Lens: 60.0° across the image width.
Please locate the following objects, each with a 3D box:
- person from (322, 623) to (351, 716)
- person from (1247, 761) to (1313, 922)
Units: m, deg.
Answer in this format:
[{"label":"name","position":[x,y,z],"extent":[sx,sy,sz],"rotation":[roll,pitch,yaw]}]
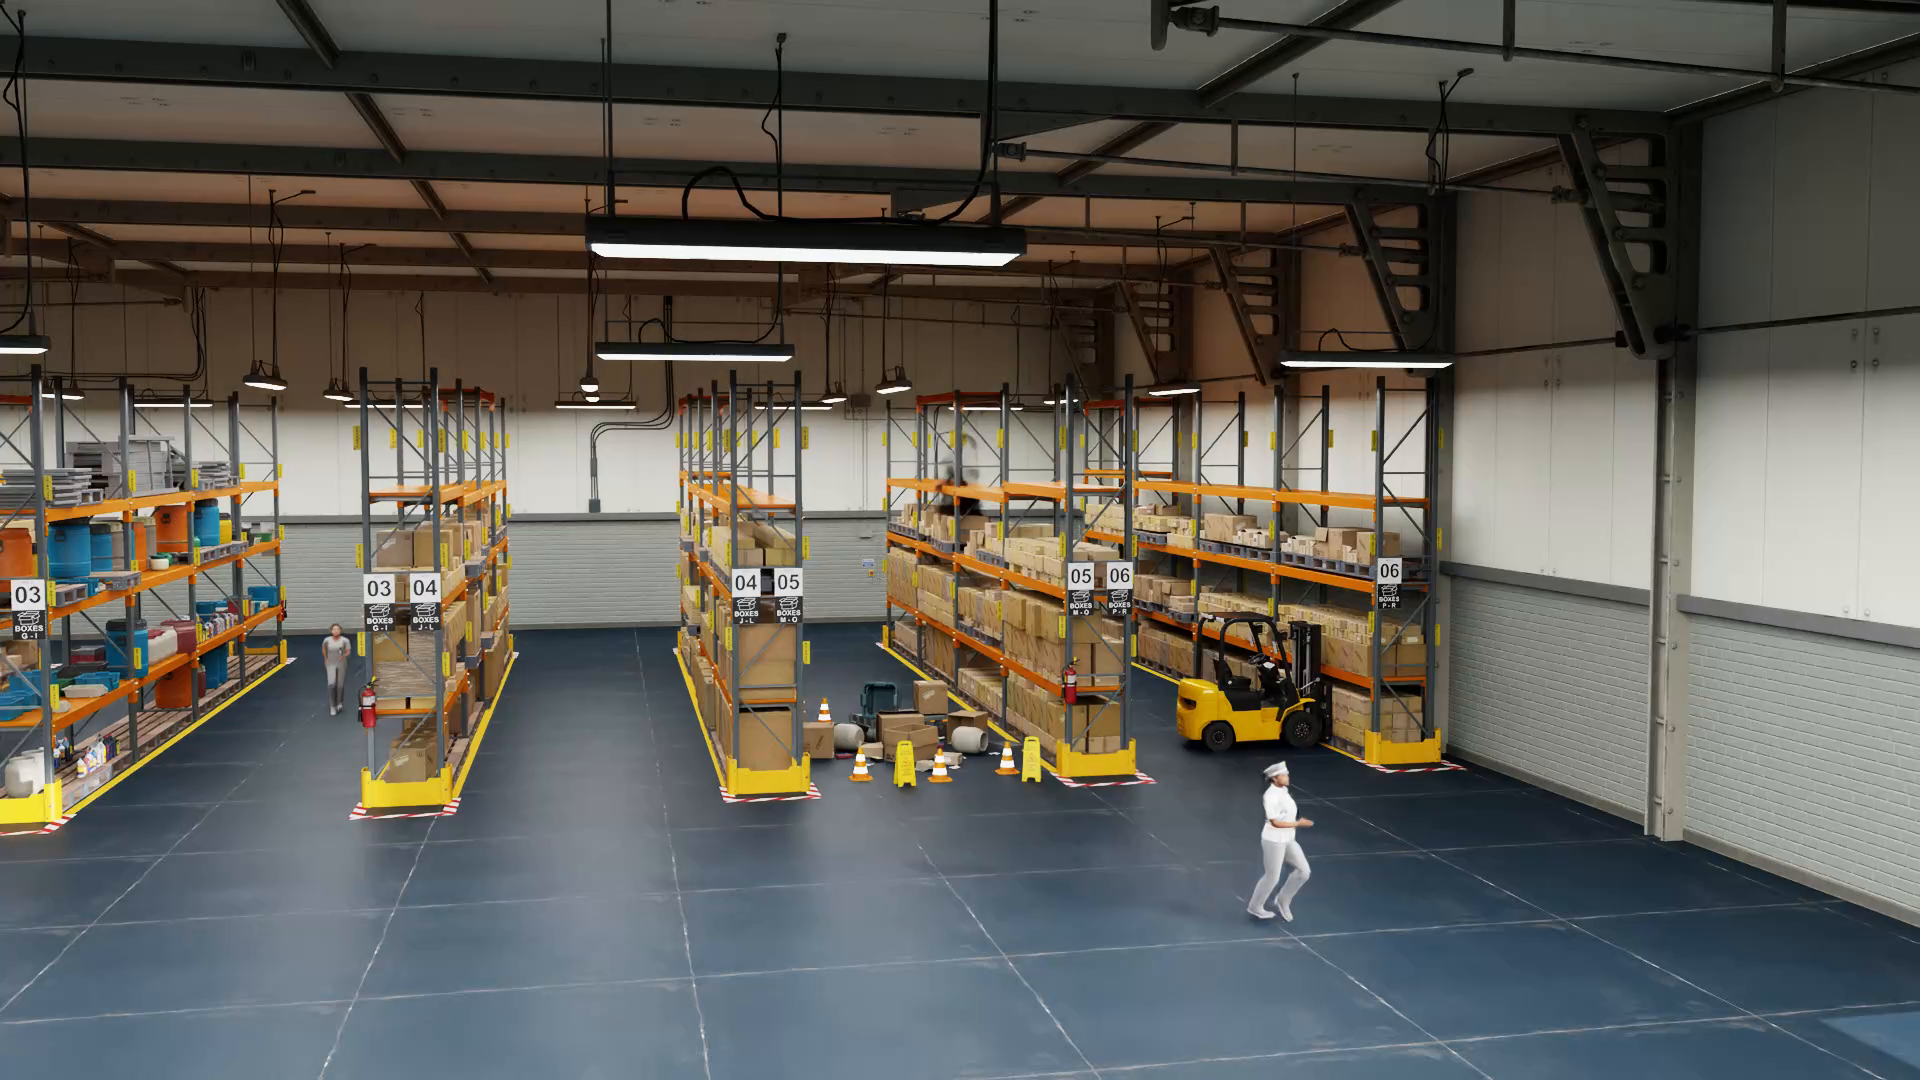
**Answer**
[{"label":"person","position":[-11.469,2.364,30.608],"extent":[0.484,1.698,0.837],"rotation":[-1,4,-23]},{"label":"person","position":[3.336,3.131,17.254],"extent":[0.688,1.706,0.544],"rotation":[2,4,35]}]
